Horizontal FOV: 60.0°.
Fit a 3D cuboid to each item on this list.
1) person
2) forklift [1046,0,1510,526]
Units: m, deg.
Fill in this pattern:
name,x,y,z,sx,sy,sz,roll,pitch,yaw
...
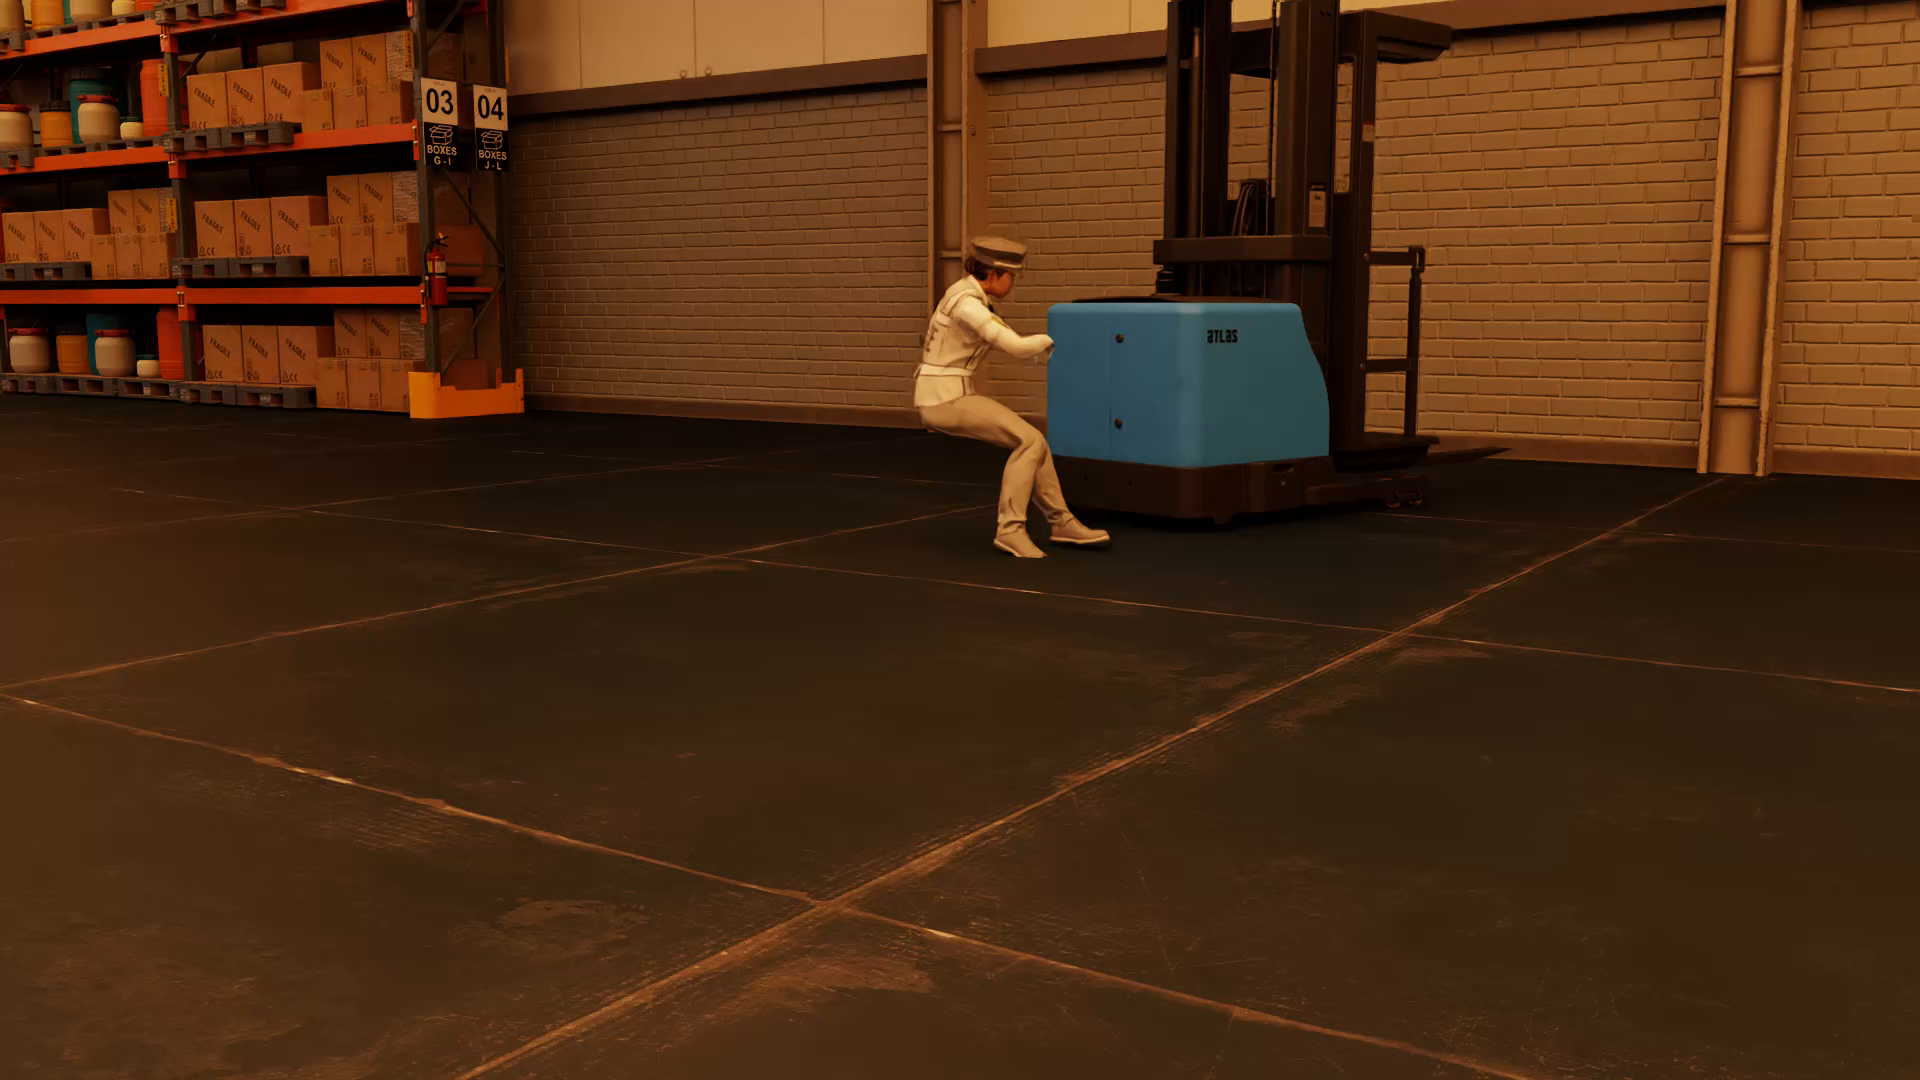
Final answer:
name,x,y,z,sx,sy,sz,roll,pitch,yaw
person,0.214,-0.643,7.476,0.900,1.416,0.995,0,8,1
forklift,1.875,-1.666,8.907,3.031,2.935,1.130,-7,11,-40
